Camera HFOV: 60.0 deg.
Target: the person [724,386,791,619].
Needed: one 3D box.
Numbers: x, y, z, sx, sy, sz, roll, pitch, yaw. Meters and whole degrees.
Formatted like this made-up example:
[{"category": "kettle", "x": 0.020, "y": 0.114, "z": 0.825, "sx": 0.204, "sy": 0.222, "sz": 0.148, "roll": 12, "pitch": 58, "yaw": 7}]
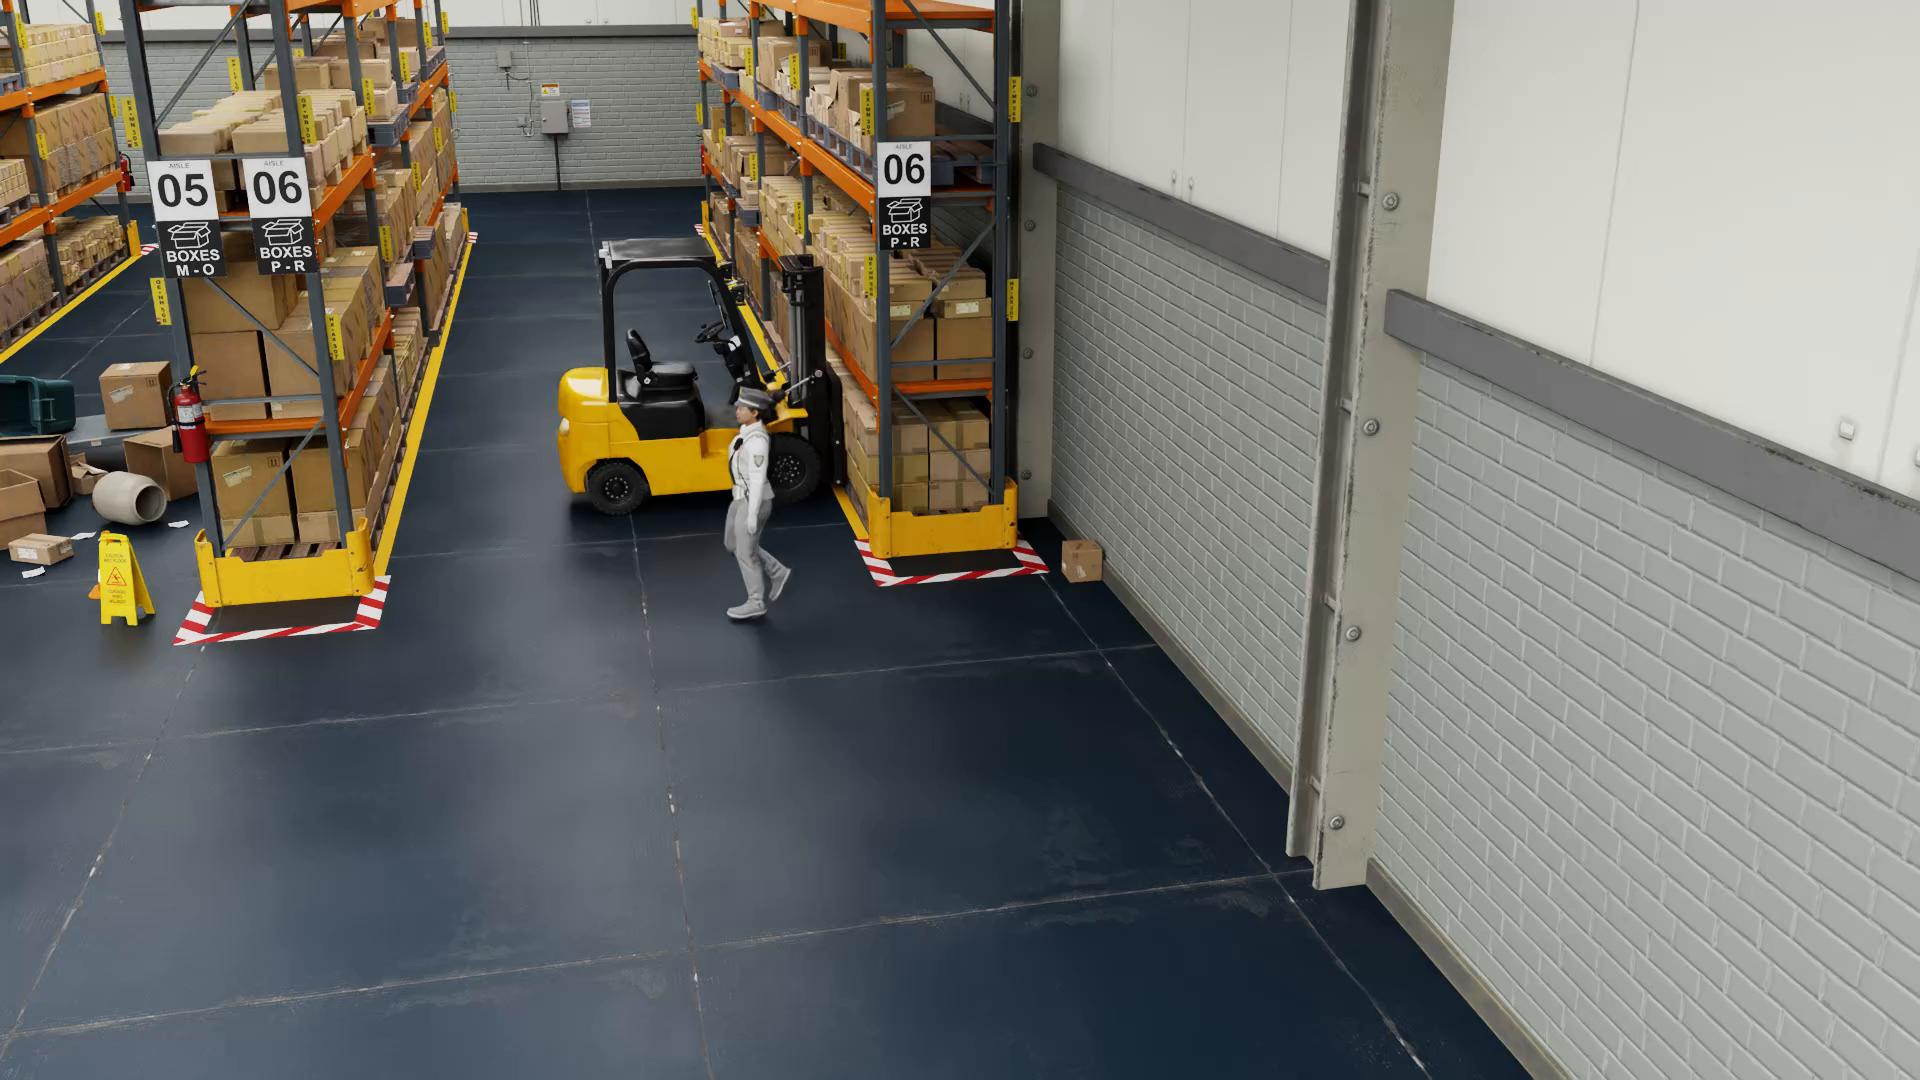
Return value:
[{"category": "person", "x": -1.436, "y": -0.271, "z": 11.701, "sx": 0.482, "sy": 1.682, "sz": 0.498, "roll": -4, "pitch": 20, "yaw": -12}]
